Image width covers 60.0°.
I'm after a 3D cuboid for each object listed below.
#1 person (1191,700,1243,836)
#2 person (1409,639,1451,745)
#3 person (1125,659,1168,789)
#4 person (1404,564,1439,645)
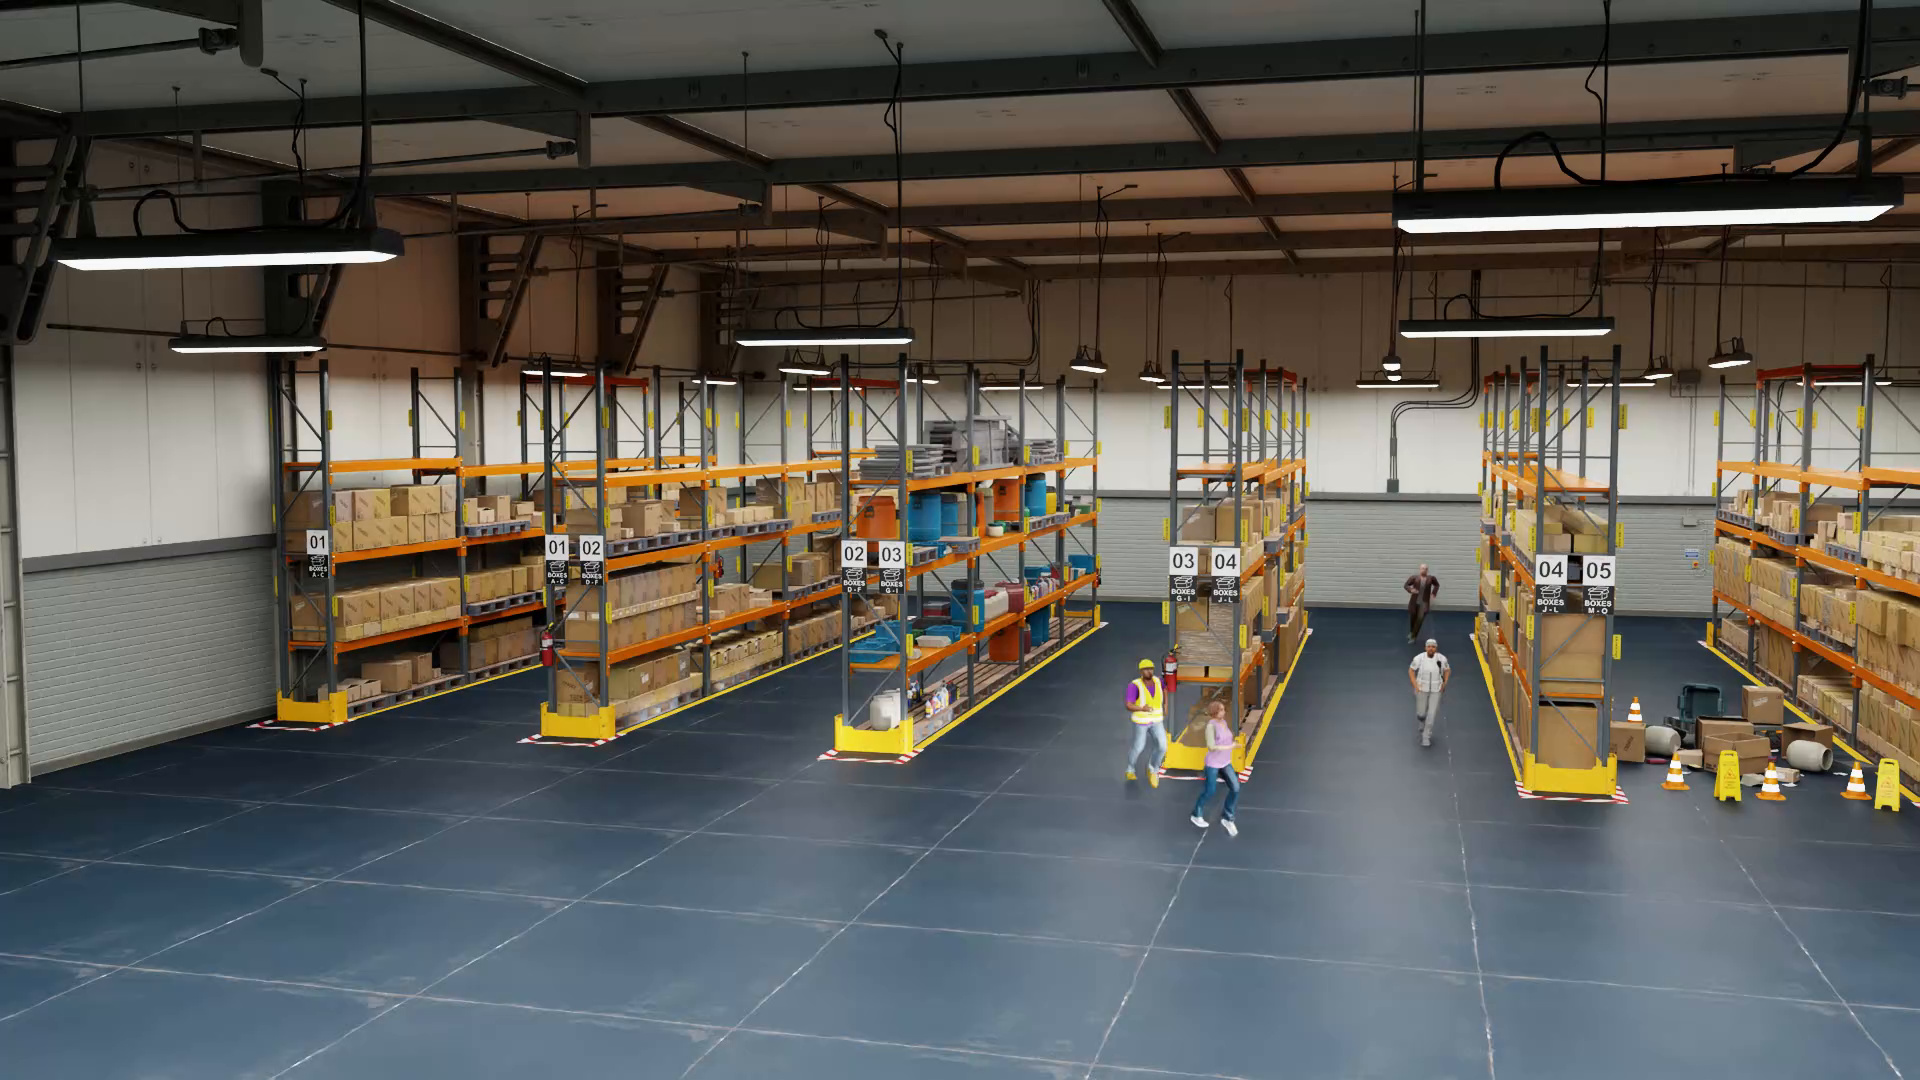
[{"bbox_3d":[3.117,2.752,20.133,0.504,1.638,0.711,-4,6,-43],"label":"person"},{"bbox_3d":[7.313,2.343,25.894,0.627,1.640,0.649,1,4,13],"label":"person"},{"bbox_3d":[2.569,2.491,22.676,0.717,1.768,0.862,-1,4,-17],"label":"person"},{"bbox_3d":[10.383,1.434,37.467,0.750,1.796,0.961,2,4,20],"label":"person"}]
